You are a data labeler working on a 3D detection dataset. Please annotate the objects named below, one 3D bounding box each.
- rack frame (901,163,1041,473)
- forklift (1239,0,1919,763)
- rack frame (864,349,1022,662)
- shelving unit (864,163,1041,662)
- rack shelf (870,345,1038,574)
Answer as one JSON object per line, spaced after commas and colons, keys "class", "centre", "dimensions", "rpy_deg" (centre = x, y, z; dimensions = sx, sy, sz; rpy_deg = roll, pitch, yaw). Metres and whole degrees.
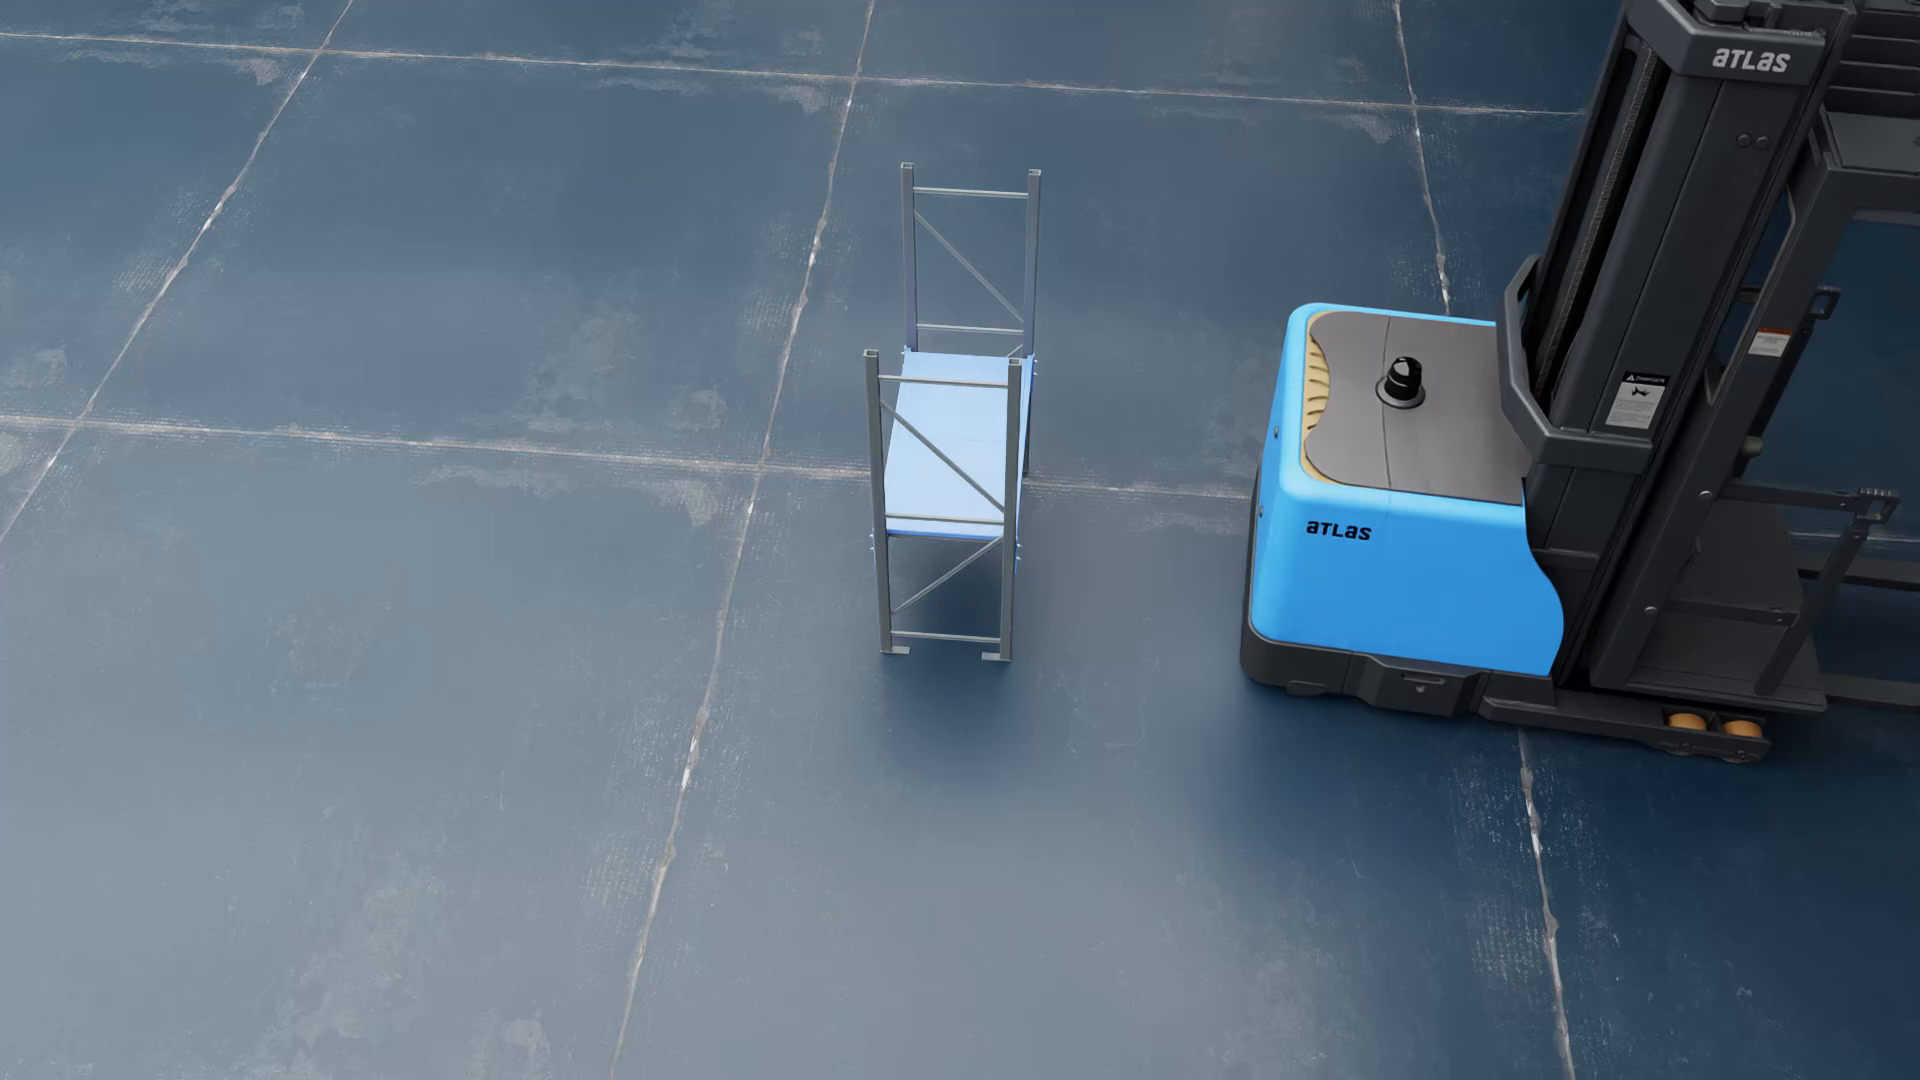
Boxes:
{"class": "rack frame", "centre": [0.039, -0.817, 6.481], "dimensions": [0.500, 1.500, 0.032], "rpy_deg": [4, 48, 4]}
{"class": "forklift", "centre": [2.614, -0.611, 5.322], "dimensions": [3.031, 2.935, 1.130], "rpy_deg": [7, 48, 7]}
{"class": "rack frame", "centre": [-0.054, -0.070, 5.798], "dimensions": [0.500, 1.500, 0.032], "rpy_deg": [4, 48, 4]}
{"class": "shelving unit", "centre": [-0.008, -0.443, 6.139], "dimensions": [0.538, 1.500, 1.048], "rpy_deg": [4, 48, 4]}
{"class": "rack shelf", "centre": [-0.008, -0.322, 6.272], "dimensions": [0.538, 0.185, 1.000], "rpy_deg": [4, 48, 4]}
